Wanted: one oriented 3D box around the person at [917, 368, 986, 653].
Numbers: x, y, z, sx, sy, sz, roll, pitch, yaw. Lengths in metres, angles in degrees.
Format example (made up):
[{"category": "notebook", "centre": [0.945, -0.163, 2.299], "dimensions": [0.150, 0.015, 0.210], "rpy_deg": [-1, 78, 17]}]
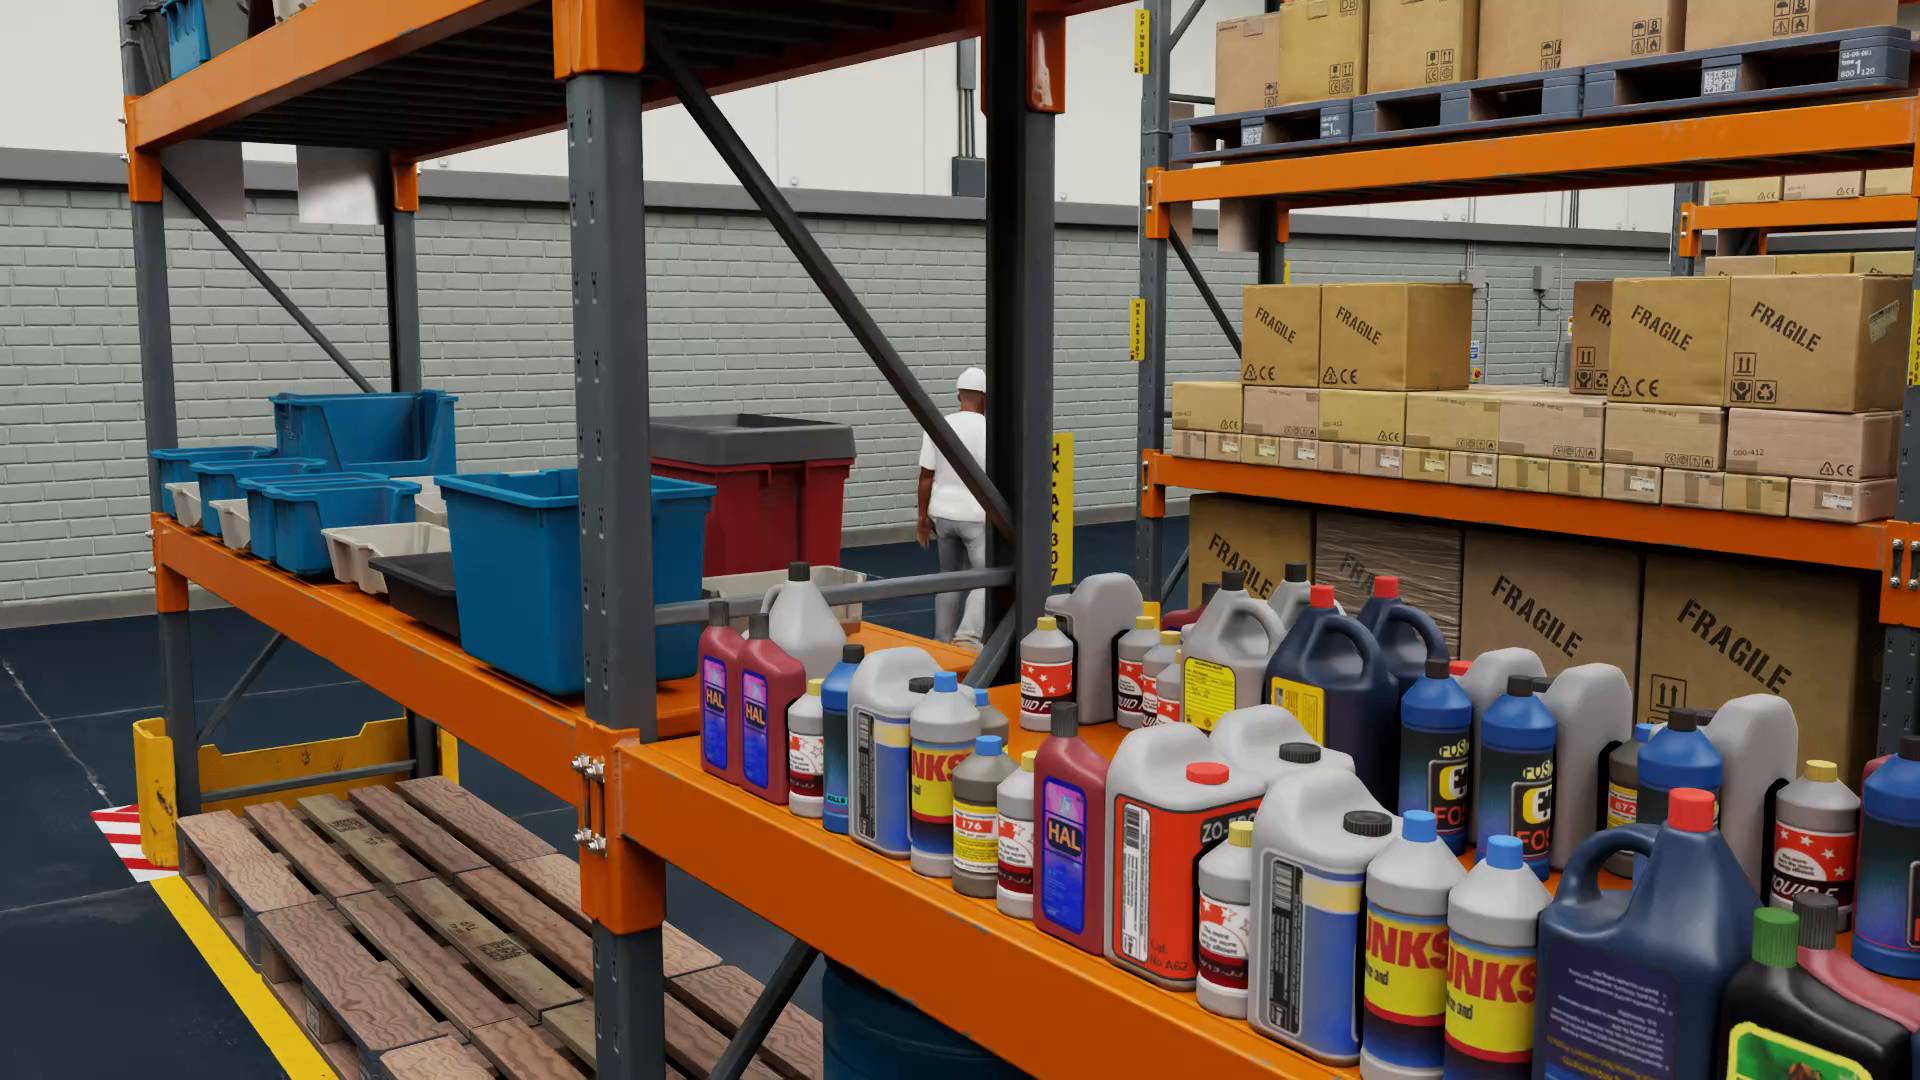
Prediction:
[{"category": "person", "centre": [0.014, -0.122, 9.662], "dimensions": [0.610, 1.741, 0.737], "rpy_deg": [4, 8, 24]}]
